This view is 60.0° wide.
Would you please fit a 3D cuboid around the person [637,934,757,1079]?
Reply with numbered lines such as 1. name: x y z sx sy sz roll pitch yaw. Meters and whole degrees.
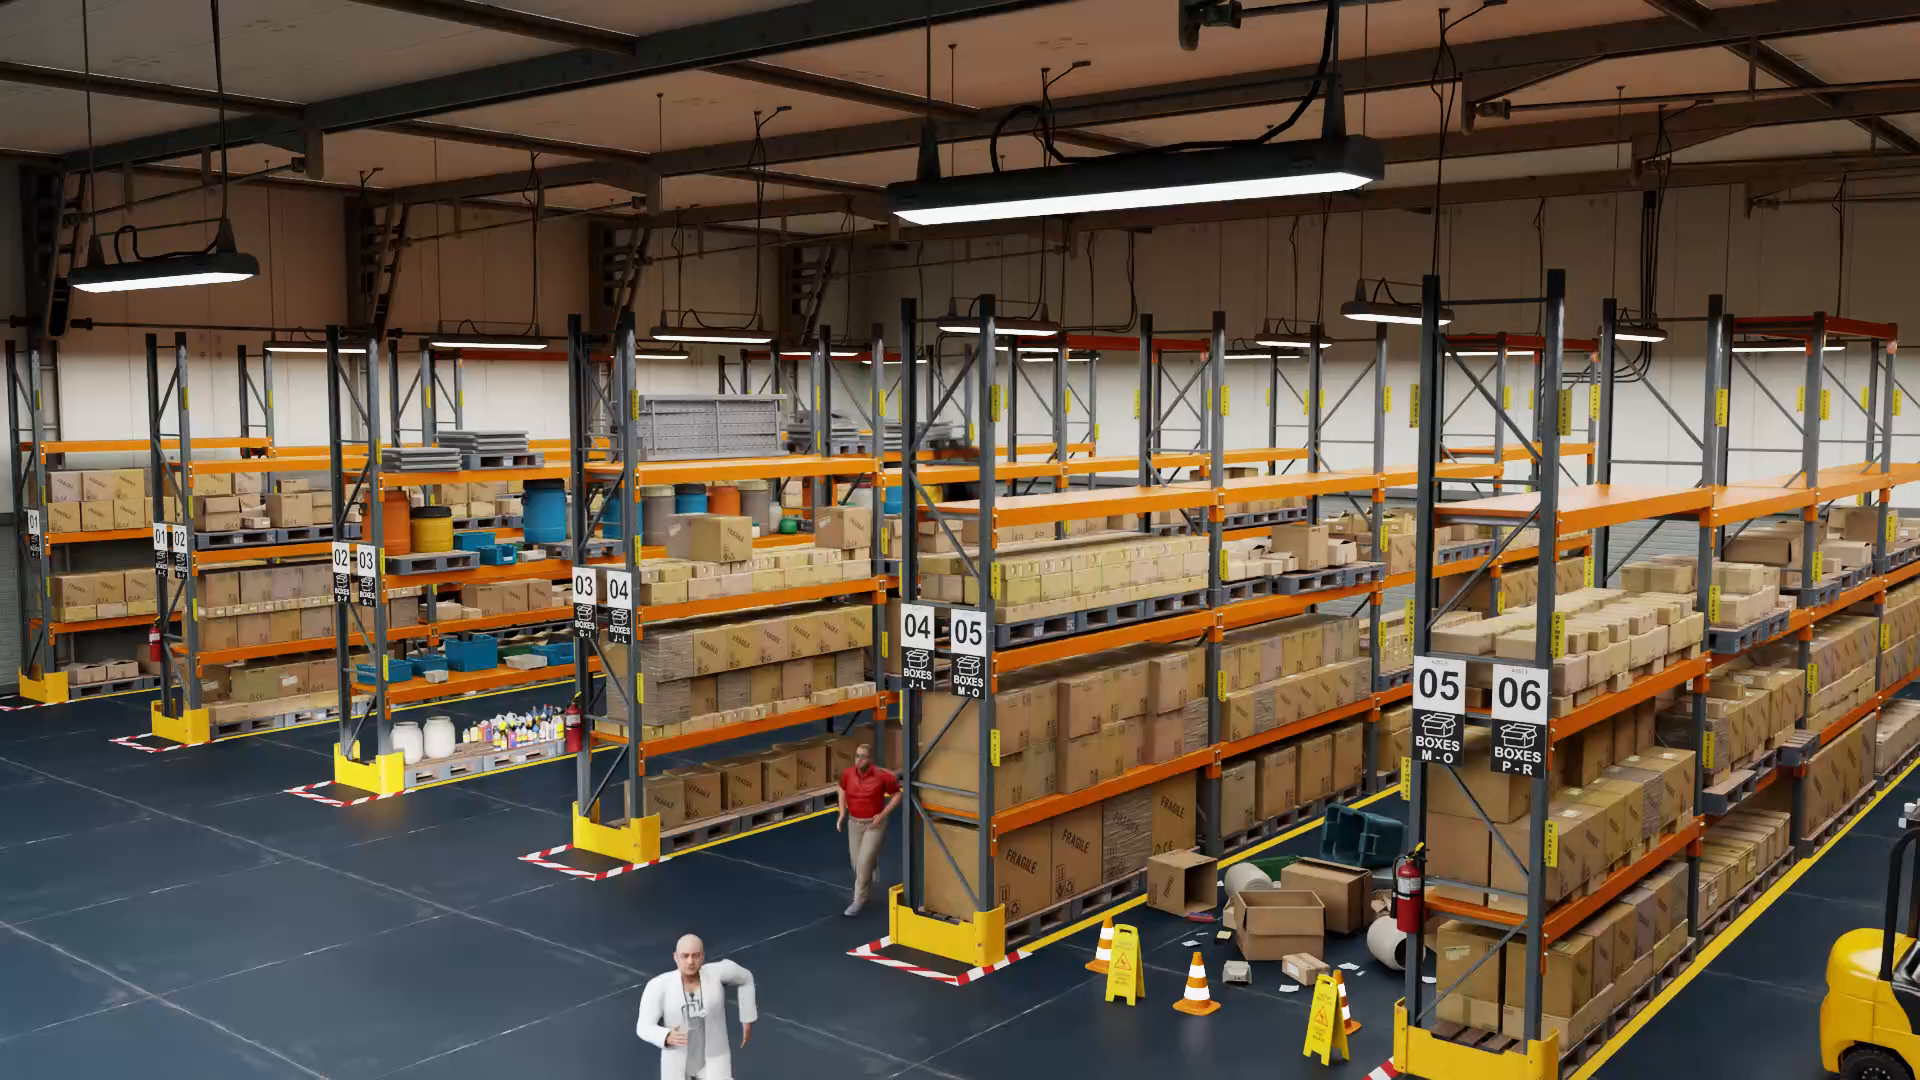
1. person: -1.653 3.336 10.520 0.753 1.763 0.853 -1 5 -9

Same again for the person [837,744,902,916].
1. person: -0.903 2.849 16.648 0.683 1.689 0.792 2 5 17
